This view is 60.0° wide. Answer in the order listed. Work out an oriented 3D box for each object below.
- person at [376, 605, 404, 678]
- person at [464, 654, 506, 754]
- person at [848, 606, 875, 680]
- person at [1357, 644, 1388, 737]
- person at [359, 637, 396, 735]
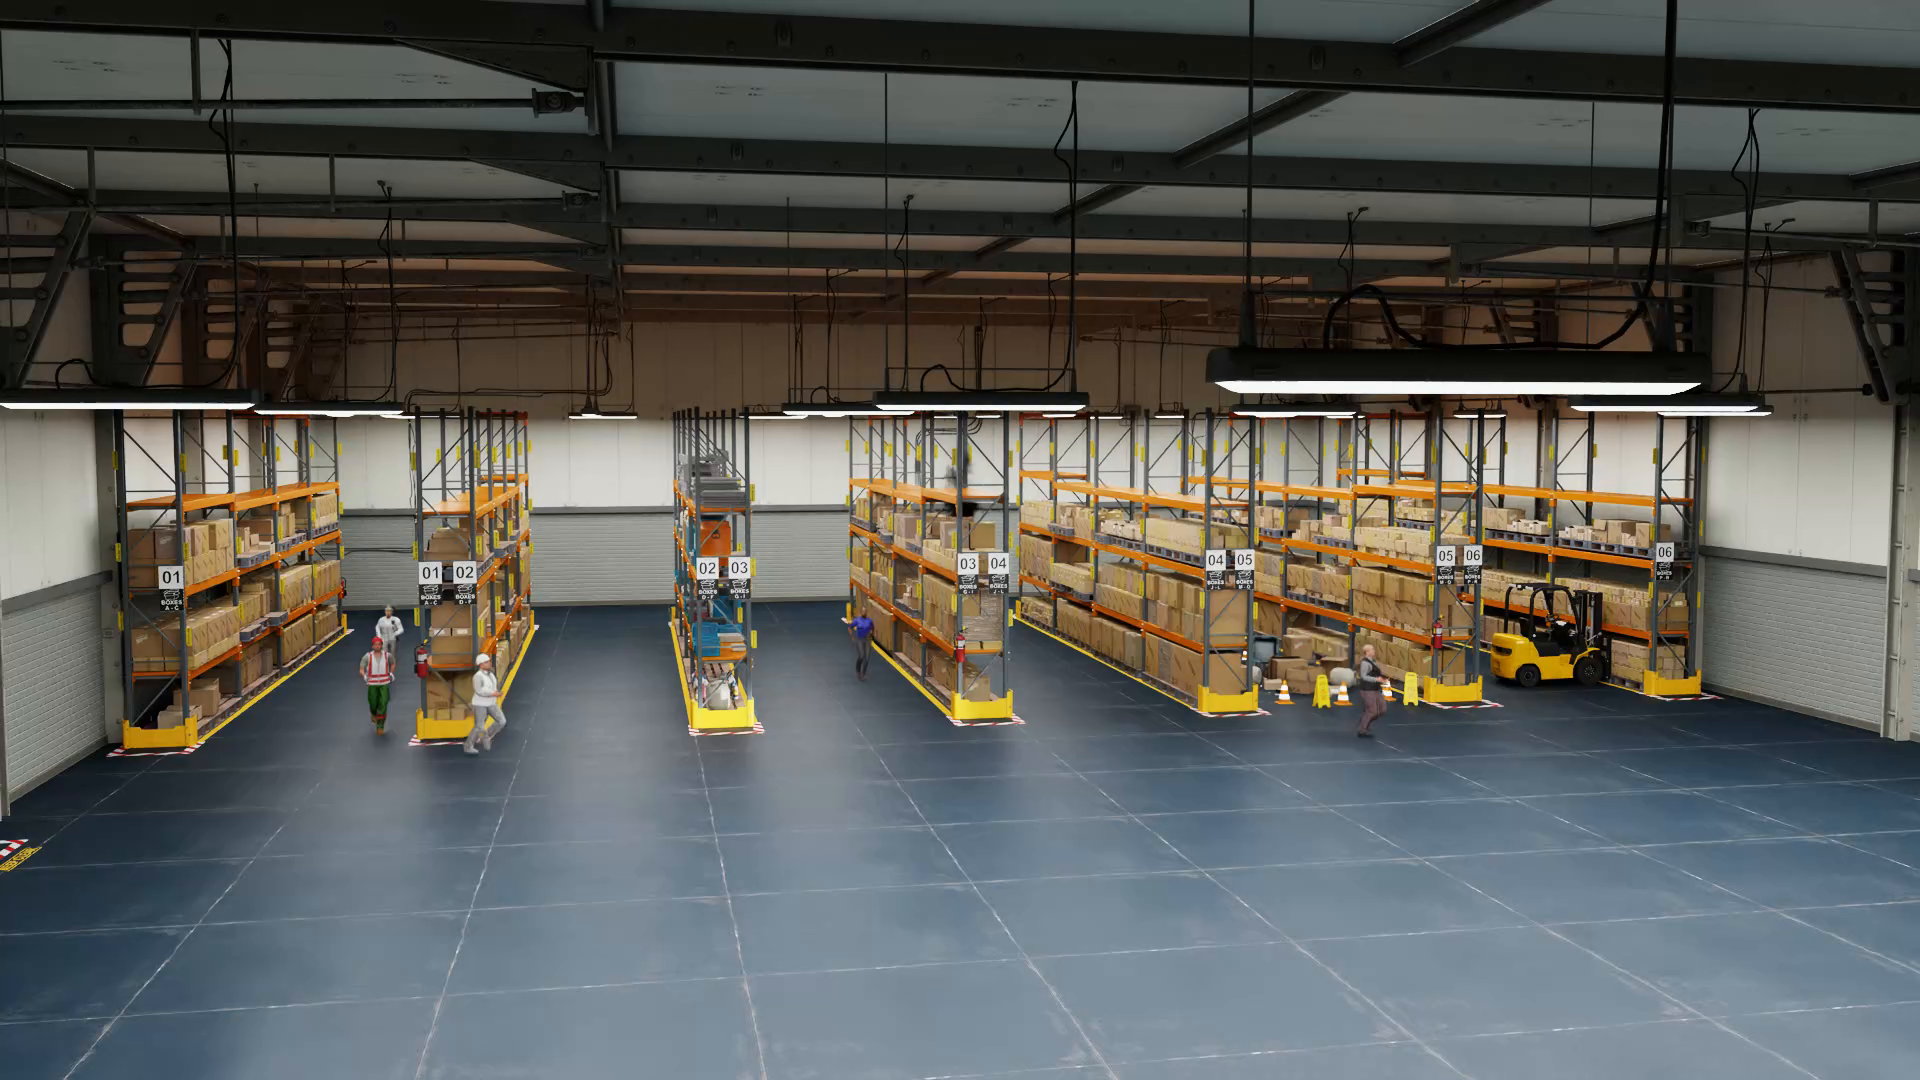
[{"bbox_3d":[-12.659,2.266,36.886,0.614,1.684,0.640,-1,4,-12],"label":"person"},{"bbox_3d":[-8.141,2.807,28.580,0.803,1.729,0.677,1,4,20],"label":"person"},{"bbox_3d":[-2.139,2.292,36.745,0.550,1.614,0.646,-1,4,-19],"label":"person"},{"bbox_3d":[7.496,2.728,30.128,0.590,1.677,0.648,2,5,31],"label":"person"},{"bbox_3d":[-10.716,2.665,30.646,0.657,1.772,0.869,-2,4,-23],"label":"person"}]
